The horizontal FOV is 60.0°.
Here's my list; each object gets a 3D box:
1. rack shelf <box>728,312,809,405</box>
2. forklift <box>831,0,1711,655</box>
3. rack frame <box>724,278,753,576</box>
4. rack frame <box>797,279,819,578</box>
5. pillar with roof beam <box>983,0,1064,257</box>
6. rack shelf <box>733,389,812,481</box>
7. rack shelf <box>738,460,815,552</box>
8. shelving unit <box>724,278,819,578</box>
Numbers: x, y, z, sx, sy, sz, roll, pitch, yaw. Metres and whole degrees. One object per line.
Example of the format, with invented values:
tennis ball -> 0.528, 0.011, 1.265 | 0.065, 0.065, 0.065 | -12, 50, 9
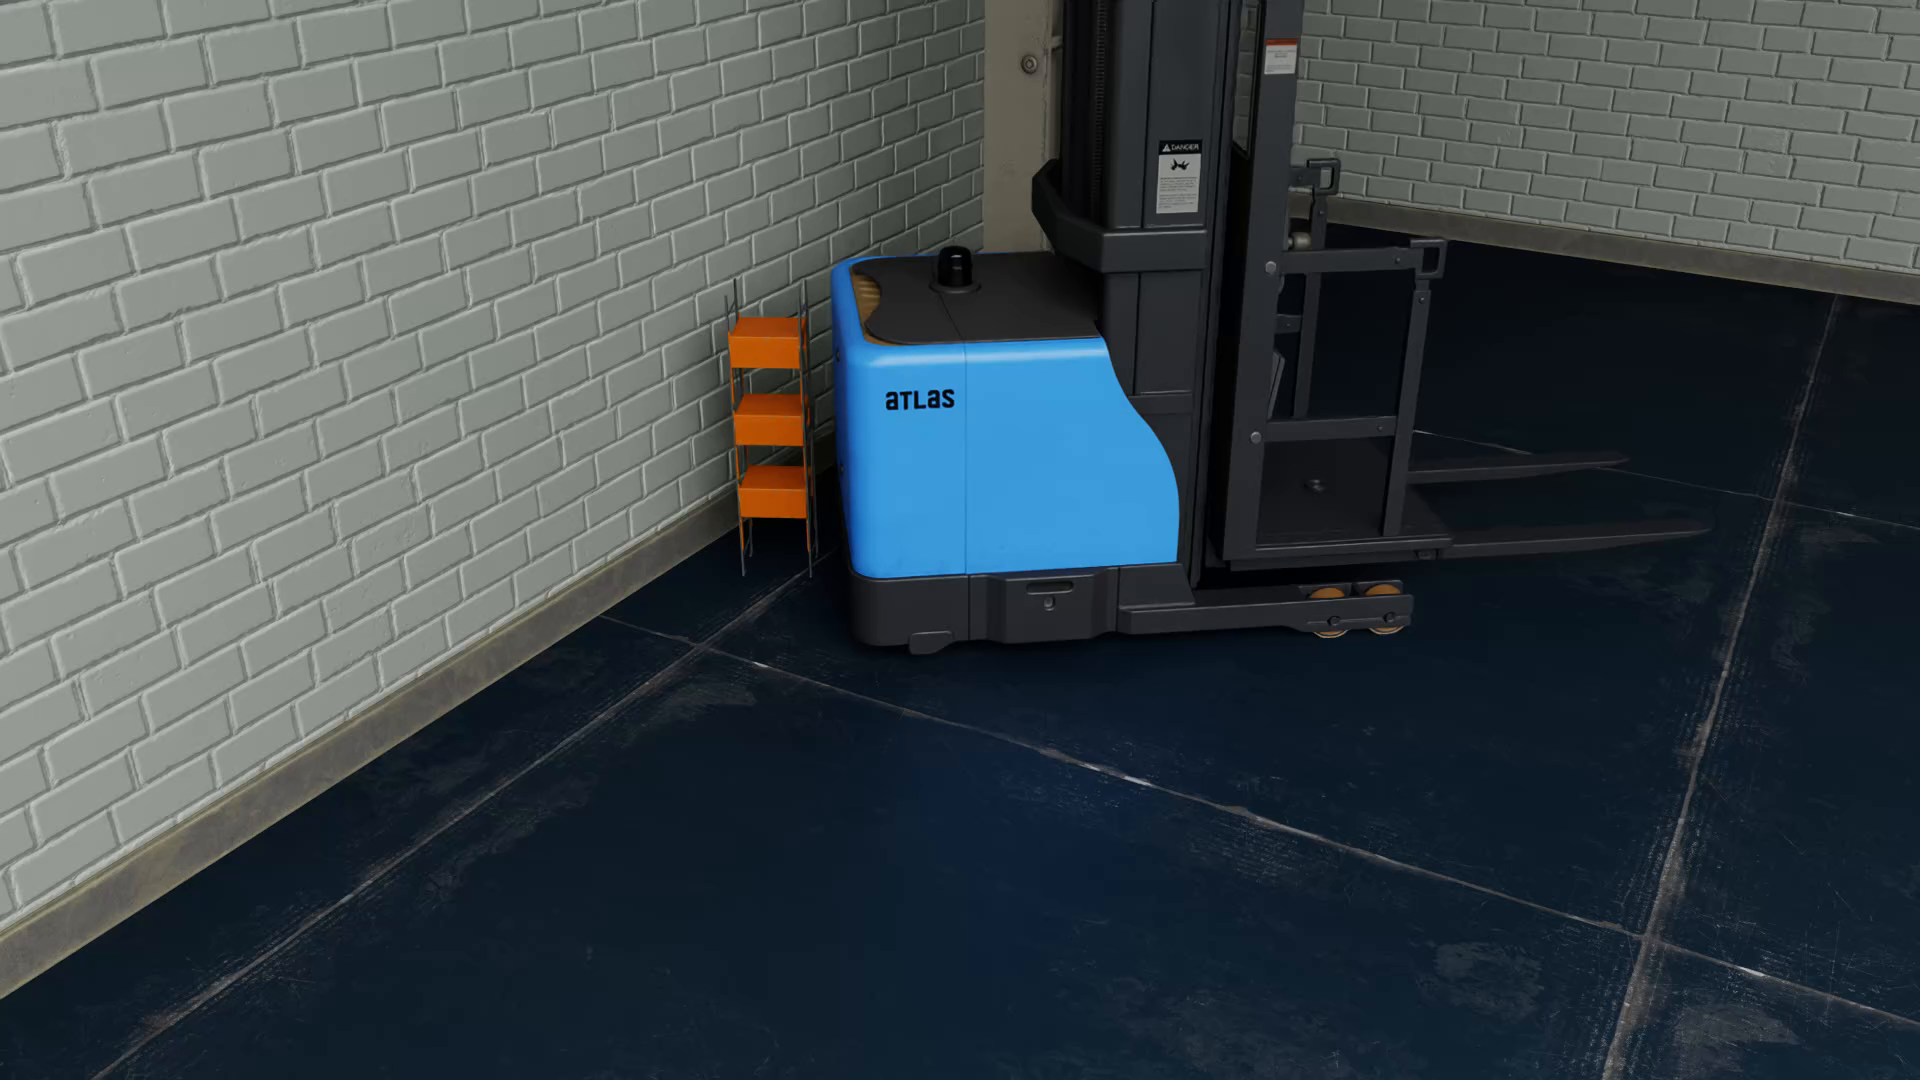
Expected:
rack shelf -> -0.653, -0.625, 5.716 | 0.240, 0.259, 0.215 | 1, 27, 2
forklift -> 1.092, -1.212, 5.397 | 3.031, 2.935, 1.130 | -3, 27, -6
rack frame -> -0.775, -0.384, 5.844 | 0.008, 1.050, 0.200 | 1, 27, 2
rack frame -> -0.531, -0.379, 5.833 | 0.008, 1.050, 0.200 | 1, 27, 2
pillar with roof beam -> 4.081, -3.961, 4.110 | 9.100, 9.000, 0.400 | 14, 30, 26
rack shelf -> -0.653, -0.372, 5.843 | 0.240, 0.259, 0.215 | 1, 27, 2
rack shelf -> -0.653, -0.123, 5.968 | 0.240, 0.259, 0.215 | 1, 27, 2
shelving unit -> -0.653, -0.381, 5.839 | 0.252, 1.050, 0.215 | 1, 27, 2
